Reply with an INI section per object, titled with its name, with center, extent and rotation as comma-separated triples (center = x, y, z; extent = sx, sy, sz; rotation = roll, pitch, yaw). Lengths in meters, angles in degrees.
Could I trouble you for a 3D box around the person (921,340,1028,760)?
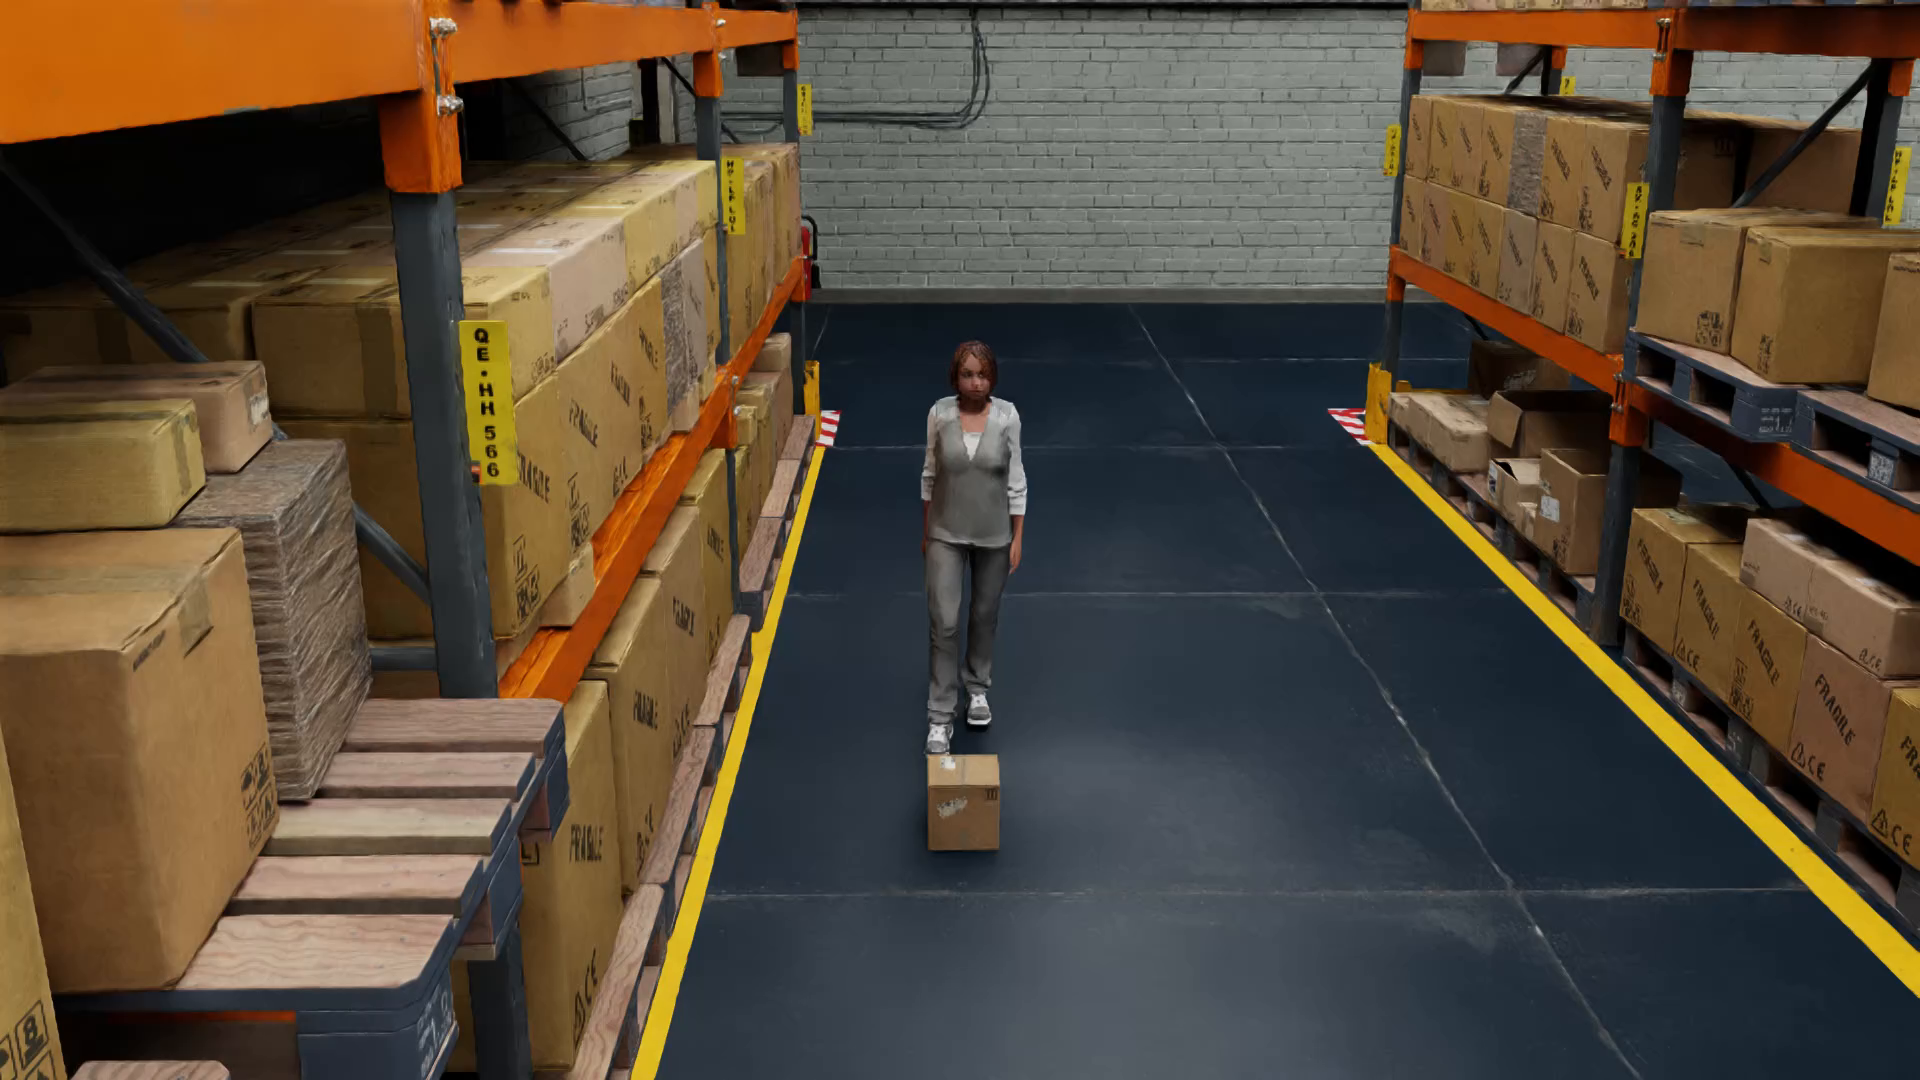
[person]
center = 0.055, 0.023, 6.505
extent = 0.420, 1.600, 0.563
rotation = -1, 17, -4
